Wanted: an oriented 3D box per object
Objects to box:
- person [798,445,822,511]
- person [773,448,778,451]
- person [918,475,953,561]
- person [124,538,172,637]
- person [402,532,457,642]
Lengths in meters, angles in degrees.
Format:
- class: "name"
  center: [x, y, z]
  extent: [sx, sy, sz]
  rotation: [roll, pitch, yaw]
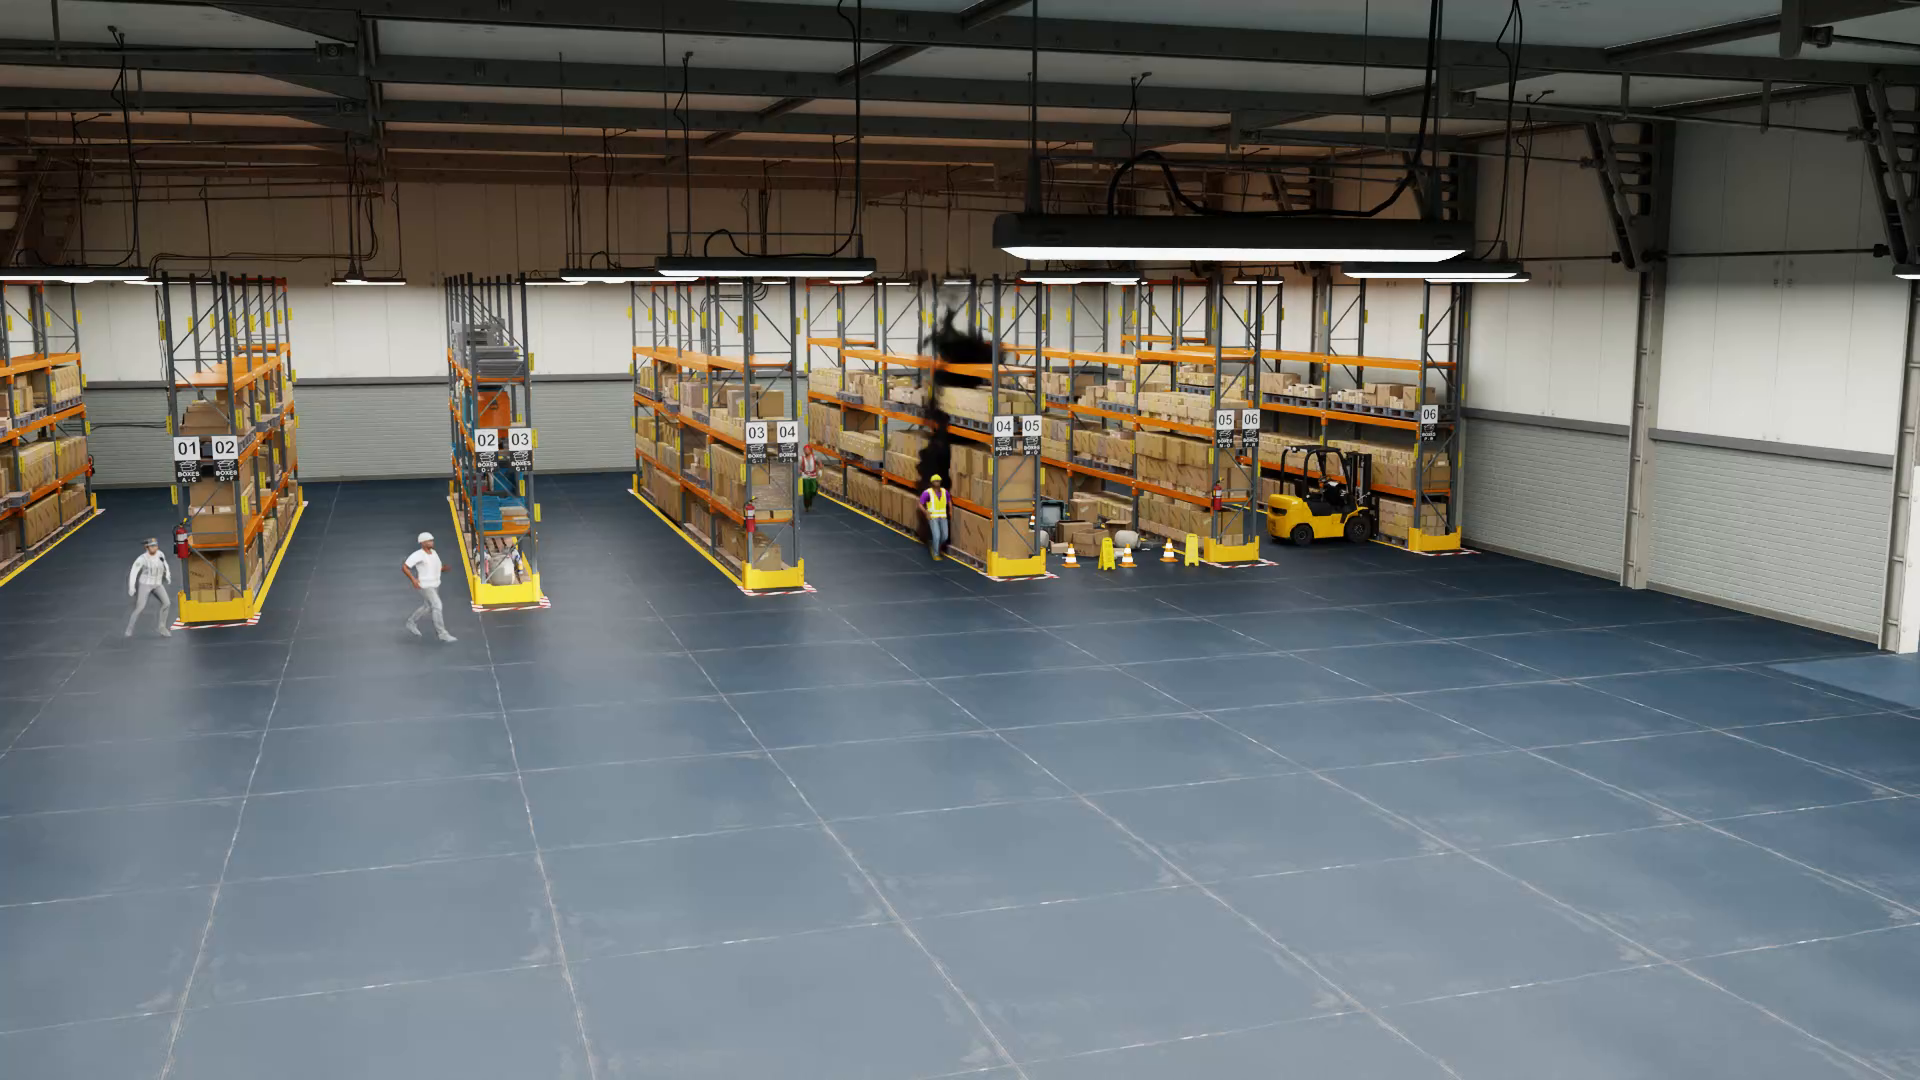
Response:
- class: "person"
  center: [-3.861, -1.581, 42.734]
  extent: [0.690, 1.737, 0.678]
  rotation: [-2, 9, -11]
- class: "person"
  center: [-5.170, -2.482, 48.807]
  extent: [0.749, 1.727, 0.666]
  rotation: [5, 10, 28]
- class: "person"
  center: [-0.479, -0.455, 33.424]
  extent: [0.749, 1.735, 0.555]
  rotation: [-5, 10, -28]
- class: "person"
  center: [-13.396, 0.774, 27.548]
  extent: [0.661, 1.629, 0.867]
  rotation: [4, 10, 27]
- class: "person"
  center: [-8.640, 0.751, 27.057]
  extent: [0.964, 1.762, 0.696]
  rotation: [2, 9, 10]
